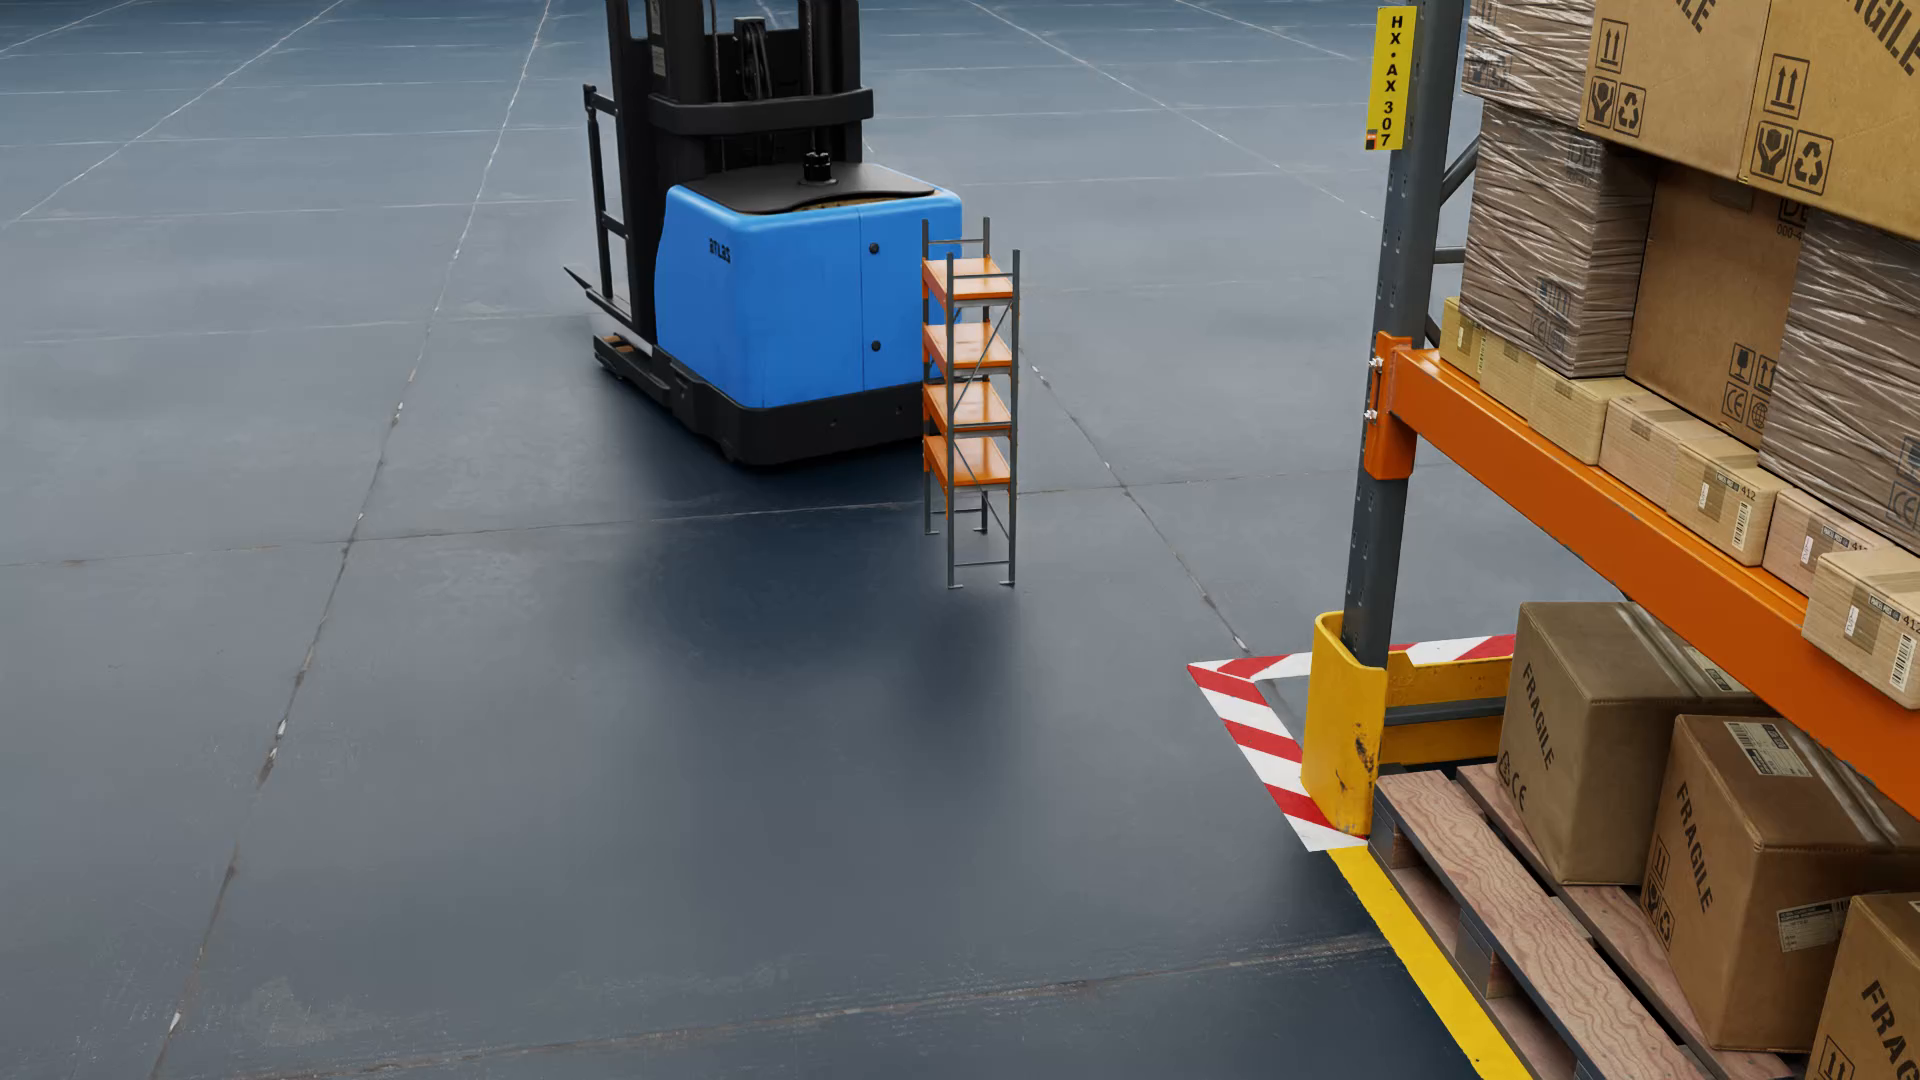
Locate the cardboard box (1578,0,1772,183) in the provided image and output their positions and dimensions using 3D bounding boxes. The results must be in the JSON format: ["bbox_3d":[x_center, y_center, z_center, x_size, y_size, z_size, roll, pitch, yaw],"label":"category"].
[{"bbox_3d":[1.462,-0.927,2.879,0.500,0.500,0.500,-4,24,-10],"label":"cardboard box"}]

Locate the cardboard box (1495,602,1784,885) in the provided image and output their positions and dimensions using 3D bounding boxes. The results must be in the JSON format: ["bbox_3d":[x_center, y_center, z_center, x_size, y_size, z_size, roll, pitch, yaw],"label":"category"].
[{"bbox_3d":[1.641,0.479,4.003,0.500,0.500,0.500,0,24,0],"label":"cardboard box"}]

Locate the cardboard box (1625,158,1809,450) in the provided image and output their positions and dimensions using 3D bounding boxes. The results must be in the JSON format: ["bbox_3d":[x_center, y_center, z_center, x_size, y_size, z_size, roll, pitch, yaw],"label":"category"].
[{"bbox_3d":[1.827,-0.496,3.142,0.875,0.500,0.500,-4,24,-10],"label":"cardboard box"}]

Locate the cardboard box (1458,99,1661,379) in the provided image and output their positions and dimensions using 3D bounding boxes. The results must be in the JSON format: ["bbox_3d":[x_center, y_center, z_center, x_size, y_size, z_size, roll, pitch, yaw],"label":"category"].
[{"bbox_3d":[1.617,-0.684,3.572,0.875,0.500,0.500,-4,24,-10],"label":"cardboard box"}]

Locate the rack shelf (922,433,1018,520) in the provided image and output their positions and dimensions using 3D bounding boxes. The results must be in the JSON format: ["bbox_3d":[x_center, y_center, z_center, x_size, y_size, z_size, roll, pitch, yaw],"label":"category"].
[{"bbox_3d":[0.031,-0.241,5.967,0.258,0.148,0.480,-4,24,-10],"label":"rack shelf"}]

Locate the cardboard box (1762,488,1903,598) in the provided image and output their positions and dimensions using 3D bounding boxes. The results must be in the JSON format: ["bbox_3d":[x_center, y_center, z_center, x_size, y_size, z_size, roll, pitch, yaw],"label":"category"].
[{"bbox_3d":[1.599,0.016,2.780,0.380,0.149,0.250,-4,24,-10],"label":"cardboard box"}]

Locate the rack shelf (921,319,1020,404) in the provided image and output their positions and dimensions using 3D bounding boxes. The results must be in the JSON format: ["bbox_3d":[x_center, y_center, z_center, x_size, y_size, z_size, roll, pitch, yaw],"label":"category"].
[{"bbox_3d":[0.031,-0.628,5.798,0.258,0.148,0.480,-4,24,-10],"label":"rack shelf"}]

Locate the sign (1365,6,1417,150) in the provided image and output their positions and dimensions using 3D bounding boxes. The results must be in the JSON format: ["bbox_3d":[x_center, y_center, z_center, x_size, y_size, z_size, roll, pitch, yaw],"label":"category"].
[{"bbox_3d":[1.009,-1.077,3.886,0.100,0.325,0.005,-4,24,-10],"label":"sign"}]

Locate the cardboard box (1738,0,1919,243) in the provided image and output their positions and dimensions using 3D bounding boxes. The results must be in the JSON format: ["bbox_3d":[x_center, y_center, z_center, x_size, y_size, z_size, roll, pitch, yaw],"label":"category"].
[{"bbox_3d":[1.556,-0.731,2.429,0.500,0.500,0.500,-4,24,-10],"label":"cardboard box"}]

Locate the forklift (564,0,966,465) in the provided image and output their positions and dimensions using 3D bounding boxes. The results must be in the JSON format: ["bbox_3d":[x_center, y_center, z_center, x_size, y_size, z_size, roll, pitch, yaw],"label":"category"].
[{"bbox_3d":[-1.141,-2.195,7.613,1.130,2.935,3.031,-13,27,-27],"label":"forklift"}]

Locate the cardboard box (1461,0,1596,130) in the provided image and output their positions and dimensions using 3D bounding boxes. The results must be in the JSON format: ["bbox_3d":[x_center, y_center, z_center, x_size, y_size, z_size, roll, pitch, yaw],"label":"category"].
[{"bbox_3d":[1.376,-1.124,3.331,0.500,0.500,0.500,-4,24,-10],"label":"cardboard box"}]

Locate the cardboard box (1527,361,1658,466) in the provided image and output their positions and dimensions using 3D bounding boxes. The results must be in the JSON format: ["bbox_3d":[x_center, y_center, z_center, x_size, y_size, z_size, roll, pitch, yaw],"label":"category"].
[{"bbox_3d":[1.420,-0.276,3.449,0.380,0.149,0.250,-4,24,-10],"label":"cardboard box"}]

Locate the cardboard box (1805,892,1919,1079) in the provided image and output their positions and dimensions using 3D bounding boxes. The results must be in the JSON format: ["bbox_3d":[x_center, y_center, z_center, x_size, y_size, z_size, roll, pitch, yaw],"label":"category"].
[{"bbox_3d":[1.883,0.960,2.903,0.500,0.500,0.500,-2,24,-5],"label":"cardboard box"}]

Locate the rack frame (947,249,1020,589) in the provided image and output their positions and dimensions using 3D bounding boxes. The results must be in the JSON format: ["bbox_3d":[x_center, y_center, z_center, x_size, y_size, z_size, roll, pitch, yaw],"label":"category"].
[{"bbox_3d":[0.076,-0.389,5.641,0.240,1.200,0.015,-4,24,-10],"label":"rack frame"}]

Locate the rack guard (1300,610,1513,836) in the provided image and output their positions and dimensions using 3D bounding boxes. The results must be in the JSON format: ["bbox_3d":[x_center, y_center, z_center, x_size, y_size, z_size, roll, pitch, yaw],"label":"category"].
[{"bbox_3d":[1.556,0.455,4.584,1.175,0.500,0.348,-4,24,-10],"label":"rack guard"}]

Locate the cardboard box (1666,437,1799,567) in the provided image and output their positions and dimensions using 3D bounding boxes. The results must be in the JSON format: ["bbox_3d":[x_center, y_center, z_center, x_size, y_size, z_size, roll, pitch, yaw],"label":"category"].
[{"bbox_3d":[1.526,-0.081,3.001,0.380,0.149,0.250,-4,24,-10],"label":"cardboard box"}]

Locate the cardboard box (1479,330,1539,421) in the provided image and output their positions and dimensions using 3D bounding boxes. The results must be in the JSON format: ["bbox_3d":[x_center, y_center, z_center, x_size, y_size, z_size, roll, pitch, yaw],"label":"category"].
[{"bbox_3d":[1.388,-0.376,3.677,0.380,0.149,0.250,-4,24,-10],"label":"cardboard box"}]

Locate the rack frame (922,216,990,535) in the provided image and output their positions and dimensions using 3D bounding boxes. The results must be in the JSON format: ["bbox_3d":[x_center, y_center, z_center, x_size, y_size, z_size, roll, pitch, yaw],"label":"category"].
[{"bbox_3d":[-0.014,-0.581,6.081,0.240,1.200,0.015,-4,24,-10],"label":"rack frame"}]

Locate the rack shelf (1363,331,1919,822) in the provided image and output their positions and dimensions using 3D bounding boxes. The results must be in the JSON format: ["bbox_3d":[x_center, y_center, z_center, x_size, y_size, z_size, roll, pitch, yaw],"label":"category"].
[{"bbox_3d":[1.912,0.396,2.495,1.077,0.370,4.000,-4,24,-10],"label":"rack shelf"}]

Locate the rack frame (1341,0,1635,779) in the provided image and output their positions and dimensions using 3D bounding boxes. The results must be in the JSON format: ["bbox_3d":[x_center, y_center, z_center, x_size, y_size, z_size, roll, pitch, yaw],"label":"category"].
[{"bbox_3d":[1.542,-0.720,4.152,1.000,3.000,0.127,-4,24,-10],"label":"rack frame"}]

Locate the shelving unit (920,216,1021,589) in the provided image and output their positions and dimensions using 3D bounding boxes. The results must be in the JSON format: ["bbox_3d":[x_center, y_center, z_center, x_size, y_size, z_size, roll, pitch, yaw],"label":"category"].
[{"bbox_3d":[0.031,-0.485,5.861,0.258,1.200,0.503,-4,24,-10],"label":"shelving unit"}]

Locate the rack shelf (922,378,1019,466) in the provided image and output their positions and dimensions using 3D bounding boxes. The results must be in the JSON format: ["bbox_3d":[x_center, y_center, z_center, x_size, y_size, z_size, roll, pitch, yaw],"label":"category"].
[{"bbox_3d":[0.031,-0.423,5.888,0.258,0.148,0.480,-4,24,-10],"label":"rack shelf"}]

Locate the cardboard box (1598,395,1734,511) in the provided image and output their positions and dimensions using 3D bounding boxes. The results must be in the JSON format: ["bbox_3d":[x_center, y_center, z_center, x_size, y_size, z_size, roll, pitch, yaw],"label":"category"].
[{"bbox_3d":[1.486,-0.180,3.227,0.380,0.149,0.250,-4,24,-10],"label":"cardboard box"}]

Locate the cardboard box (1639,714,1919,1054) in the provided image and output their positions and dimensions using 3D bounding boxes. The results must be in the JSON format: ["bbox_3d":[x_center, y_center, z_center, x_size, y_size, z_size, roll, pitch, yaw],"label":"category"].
[{"bbox_3d":[1.786,0.712,3.470,0.500,0.500,0.500,2,24,4],"label":"cardboard box"}]

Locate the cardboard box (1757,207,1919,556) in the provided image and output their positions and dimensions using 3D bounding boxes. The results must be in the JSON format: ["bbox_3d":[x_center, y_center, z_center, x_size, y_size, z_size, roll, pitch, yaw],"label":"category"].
[{"bbox_3d":[1.878,-0.297,2.685,0.875,0.500,0.500,-4,24,-10],"label":"cardboard box"}]

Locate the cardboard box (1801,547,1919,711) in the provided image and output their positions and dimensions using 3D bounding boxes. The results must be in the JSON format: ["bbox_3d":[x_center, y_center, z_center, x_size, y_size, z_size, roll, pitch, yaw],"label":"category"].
[{"bbox_3d":[1.543,0.122,2.538,0.380,0.149,0.250,-4,24,-10],"label":"cardboard box"}]

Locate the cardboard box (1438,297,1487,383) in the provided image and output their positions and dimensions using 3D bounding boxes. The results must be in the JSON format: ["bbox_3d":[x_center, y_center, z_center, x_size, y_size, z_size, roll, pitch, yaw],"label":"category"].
[{"bbox_3d":[1.361,-0.476,3.905,0.380,0.149,0.250,-4,24,-10],"label":"cardboard box"}]

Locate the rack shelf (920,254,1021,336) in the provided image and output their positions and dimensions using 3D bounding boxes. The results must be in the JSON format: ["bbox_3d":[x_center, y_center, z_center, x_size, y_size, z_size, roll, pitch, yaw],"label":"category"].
[{"bbox_3d":[0.031,-0.845,5.704,0.258,0.148,0.480,-4,24,-10],"label":"rack shelf"}]

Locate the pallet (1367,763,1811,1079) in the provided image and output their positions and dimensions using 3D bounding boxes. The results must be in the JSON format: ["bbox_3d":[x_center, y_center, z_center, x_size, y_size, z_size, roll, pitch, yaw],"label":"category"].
[{"bbox_3d":[1.672,0.909,3.904,1.003,0.211,1.213,-4,24,-10],"label":"pallet"}]
